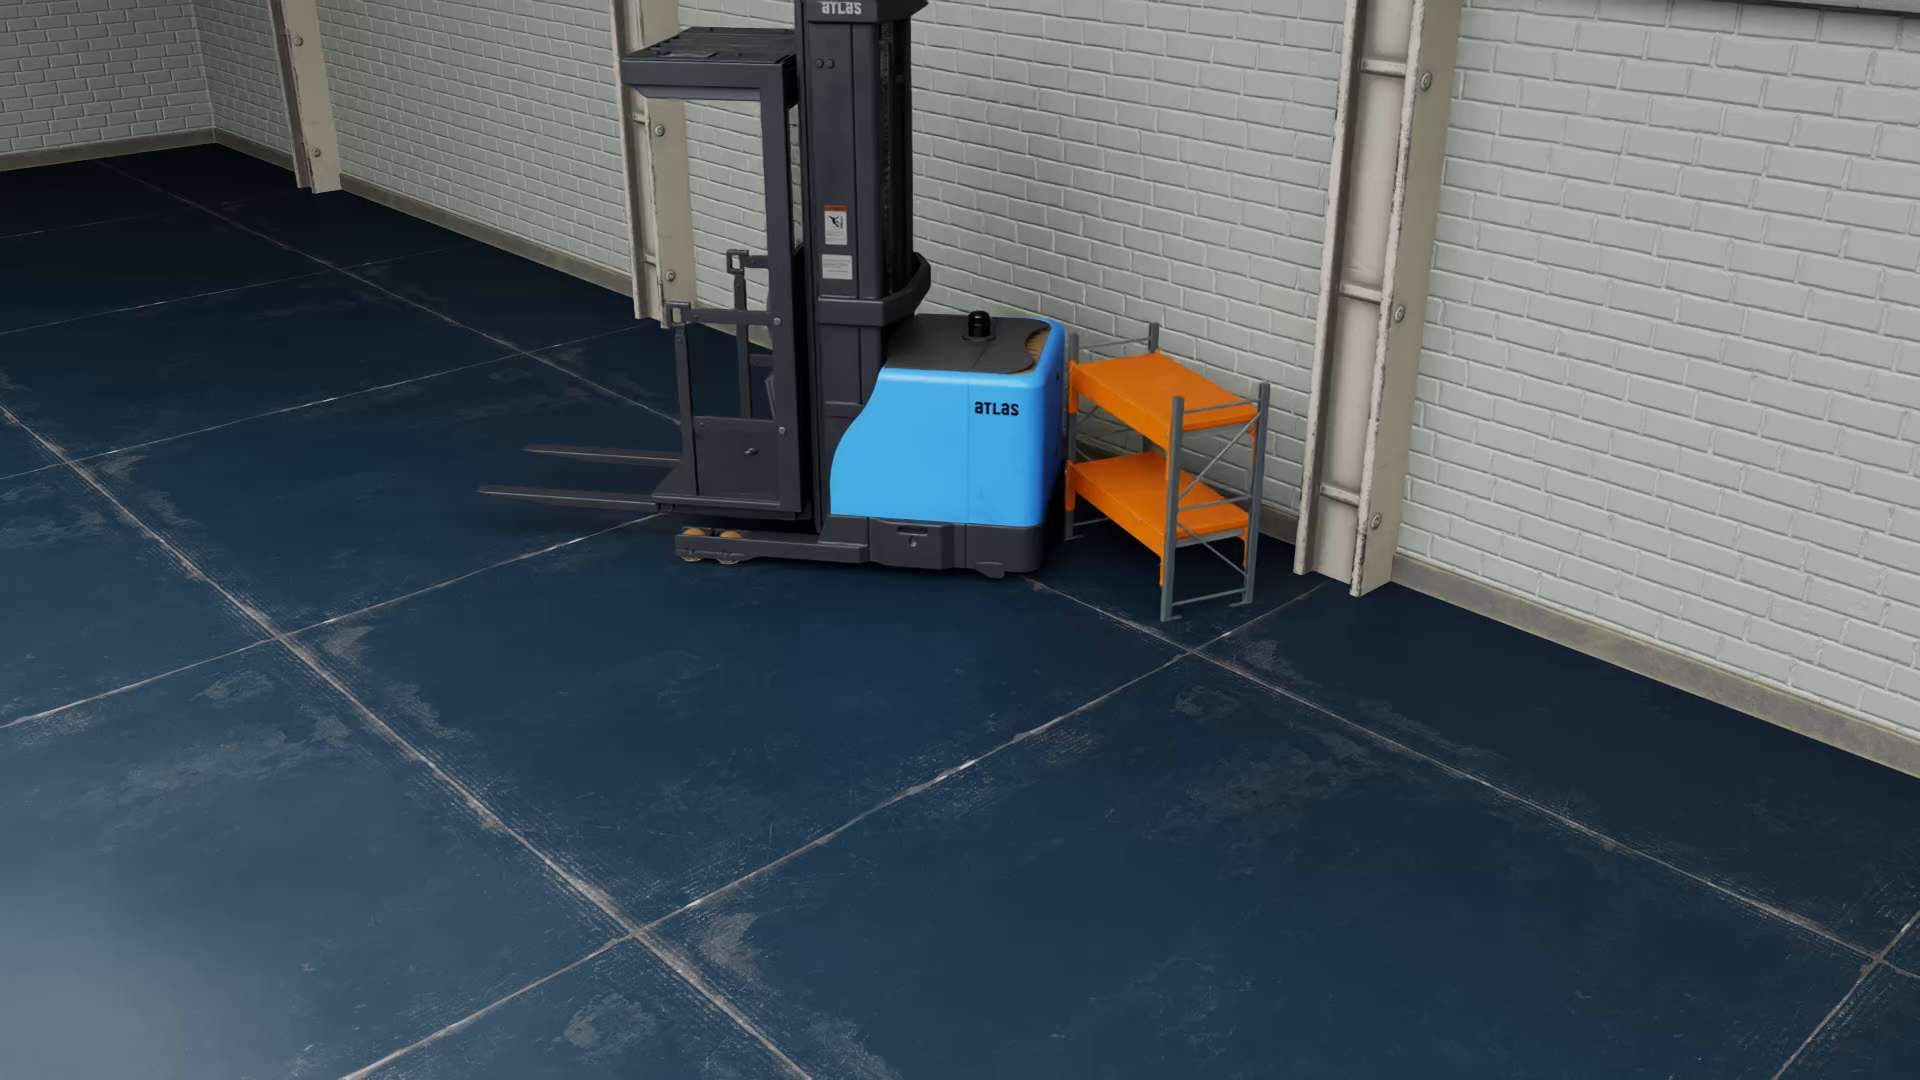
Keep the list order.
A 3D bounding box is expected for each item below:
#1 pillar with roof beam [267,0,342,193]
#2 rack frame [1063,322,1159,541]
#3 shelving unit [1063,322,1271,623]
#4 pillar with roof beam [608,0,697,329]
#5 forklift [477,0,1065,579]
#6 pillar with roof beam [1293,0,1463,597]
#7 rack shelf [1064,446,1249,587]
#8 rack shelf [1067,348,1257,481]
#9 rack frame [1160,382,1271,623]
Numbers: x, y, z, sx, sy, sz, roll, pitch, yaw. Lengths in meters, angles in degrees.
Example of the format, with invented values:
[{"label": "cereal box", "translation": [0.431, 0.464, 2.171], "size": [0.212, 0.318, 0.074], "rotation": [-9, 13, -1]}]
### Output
[{"label": "pillar with roof beam", "translation": [-9.419, -6.332, 11.787], "size": [9.100, 9.000, 0.400], "rotation": [-21, 32, -38]}, {"label": "rack frame", "translation": [0.778, -0.554, 8.608], "size": [0.500, 1.125, 0.032], "rotation": [-10, 26, -21]}, {"label": "shelving unit", "translation": [0.983, -0.360, 8.185], "size": [0.538, 1.125, 1.048], "rotation": [-10, 26, -21]}, {"label": "pillar with roof beam", "translation": [-5.318, -4.514, 7.803], "size": [9.100, 9.000, 0.400], "rotation": [-21, 32, -38]}, {"label": "forklift", "translation": [-1.005, -1.419, 8.329], "size": [3.031, 2.935, 1.130], "rotation": [4, 25, 9]}, {"label": "pillar with roof beam", "translation": [-1.217, -2.696, 3.818], "size": [9.100, 9.000, 0.400], "rotation": [-21, 32, -38]}, {"label": "rack shelf", "translation": [0.983, -0.138, 8.286], "size": [0.538, 0.278, 1.000], "rotation": [-10, 26, -21]}, {"label": "rack shelf", "translation": [0.983, -0.627, 8.063], "size": [0.538, 0.278, 1.000], "rotation": [-10, 26, -21]}, {"label": "rack frame", "translation": [1.187, -0.167, 7.761], "size": [0.500, 1.125, 0.032], "rotation": [-10, 26, -21]}]
